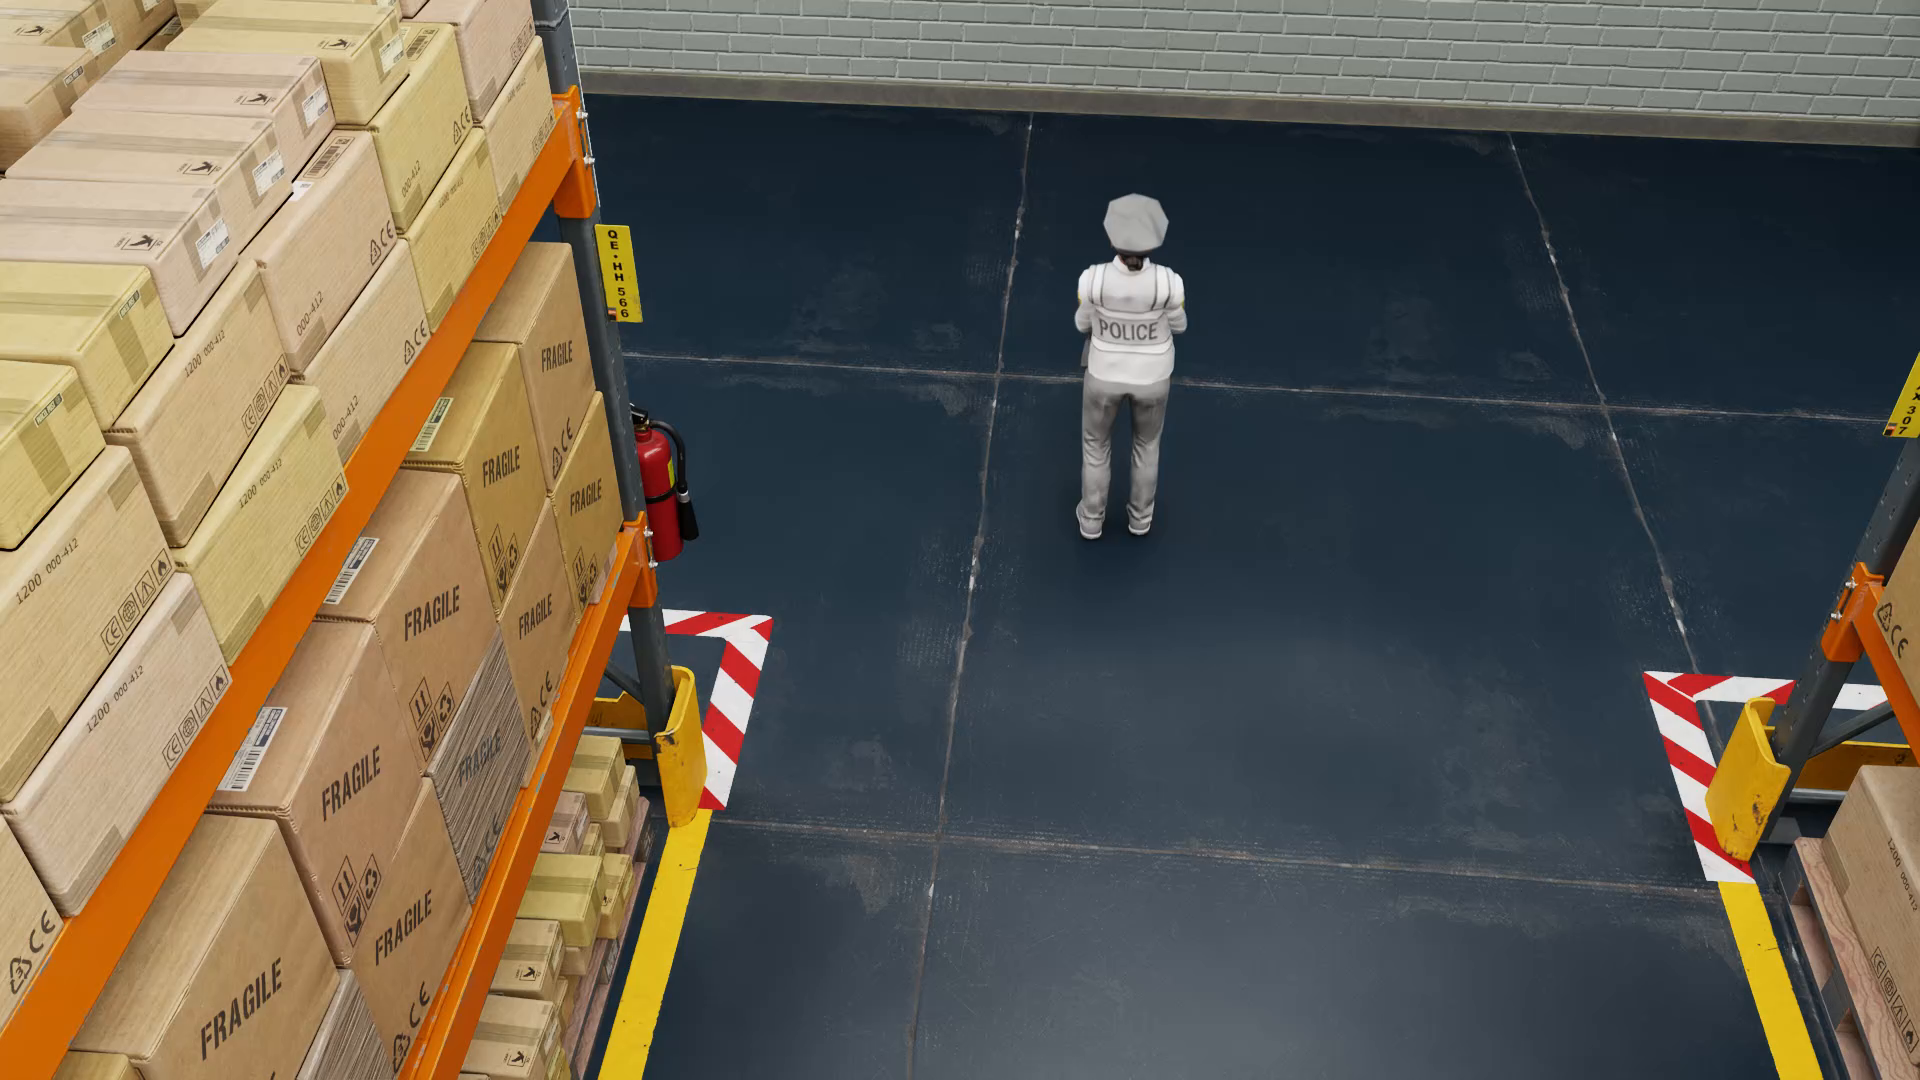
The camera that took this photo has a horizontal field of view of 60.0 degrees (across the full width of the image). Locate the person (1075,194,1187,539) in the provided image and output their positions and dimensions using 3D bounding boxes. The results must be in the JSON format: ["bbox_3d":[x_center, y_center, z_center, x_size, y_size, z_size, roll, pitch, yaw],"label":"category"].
[{"bbox_3d":[0.704,-0.738,7.007,0.460,1.686,0.564,4,40,4],"label":"person"}]
